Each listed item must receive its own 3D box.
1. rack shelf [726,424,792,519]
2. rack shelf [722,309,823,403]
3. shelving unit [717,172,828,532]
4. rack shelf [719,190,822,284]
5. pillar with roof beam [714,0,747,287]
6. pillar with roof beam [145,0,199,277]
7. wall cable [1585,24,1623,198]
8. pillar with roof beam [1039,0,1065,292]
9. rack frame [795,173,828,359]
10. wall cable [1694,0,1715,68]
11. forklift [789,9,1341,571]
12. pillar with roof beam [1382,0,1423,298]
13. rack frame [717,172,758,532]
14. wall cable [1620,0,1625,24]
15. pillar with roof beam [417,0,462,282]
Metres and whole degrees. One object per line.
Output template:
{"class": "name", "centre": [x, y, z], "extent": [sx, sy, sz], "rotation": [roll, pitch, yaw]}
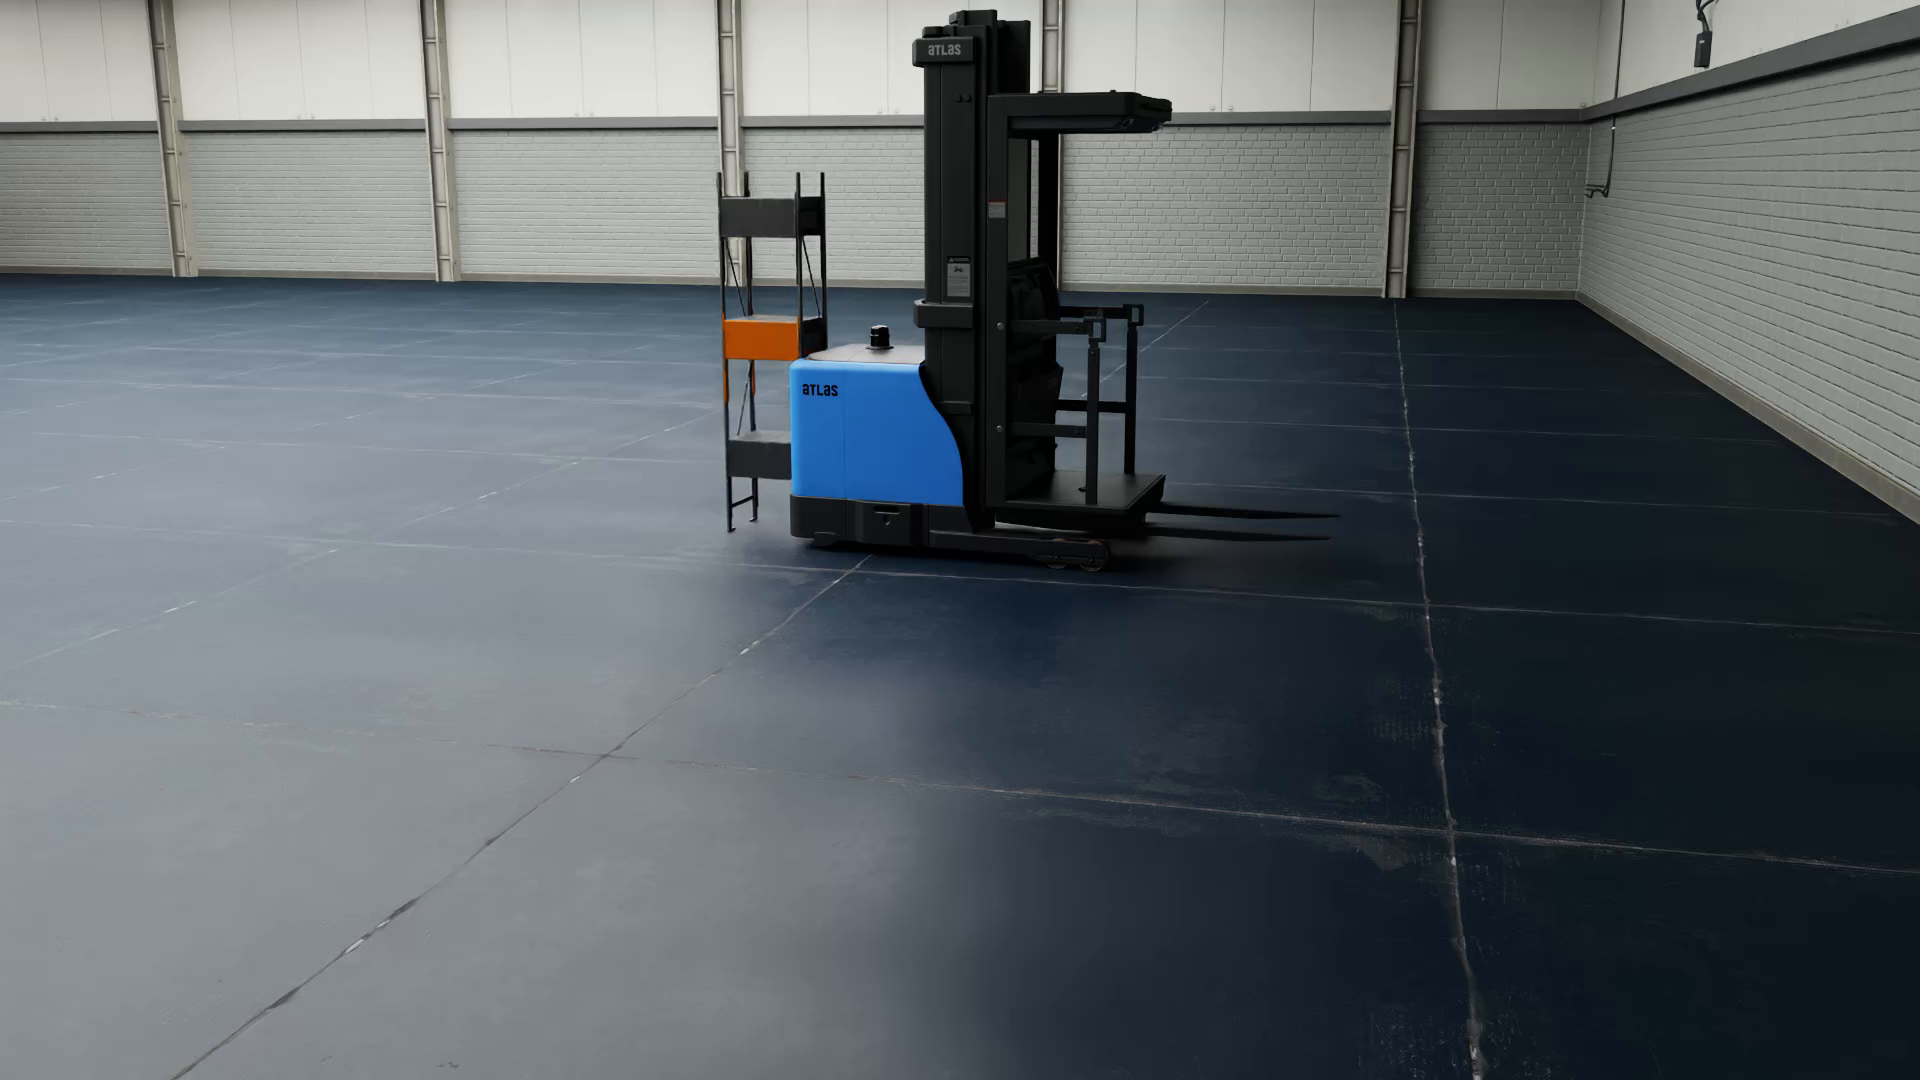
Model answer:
{"class": "rack shelf", "centre": [-1.093, -0.403, 9.995], "extent": [0.480, 0.518, 0.431], "rotation": [4, 13, 17]}
{"class": "rack shelf", "centre": [-1.092, -1.086, 9.843], "extent": [0.480, 0.518, 0.431], "rotation": [4, 13, 17]}
{"class": "shelving unit", "centre": [-1.092, -1.099, 9.840], "extent": [0.503, 2.100, 0.431], "rotation": [4, 13, 17]}
{"class": "rack shelf", "centre": [-1.091, -1.769, 9.691], "extent": [0.480, 0.518, 0.431], "rotation": [4, 13, 17]}
{"class": "pillar with roof beam", "centre": [-5.253, -8.271, 26.239], "extent": [0.400, 9.000, 9.100], "rotation": [3, 13, 14]}
{"class": "pillar with roof beam", "centre": [-16.903, -8.894, 29.046], "extent": [0.400, 9.000, 9.100], "rotation": [3, 13, 14]}
{"class": "wall cable", "centre": [9.972, -6.607, 25.907], "extent": [0.112, 2.526, 3.097], "rotation": [3, 13, 14]}
{"class": "pillar with roof beam", "centre": [0.572, -7.960, 24.836], "extent": [0.400, 9.000, 9.100], "rotation": [3, 13, 14]}
{"class": "rack frame", "centre": [-0.860, -1.083, 9.767], "extent": [0.015, 2.100, 0.400], "rotation": [4, 13, 17]}
{"class": "wall cable", "centre": [7.682, -7.788, 16.208], "extent": [0.169, 6.003, 2.305], "rotation": [3, 13, 14]}
{"class": "forklift", "centre": [0.601, -1.390, 9.231], "extent": [3.031, 2.935, 1.130], "rotation": [4, 13, 17]}
{"class": "pillar with roof beam", "centre": [6.397, -7.649, 23.433], "extent": [0.400, 9.000, 9.100], "rotation": [3, 13, 14]}
{"class": "rack frame", "centre": [-1.324, -1.116, 9.913], "extent": [0.015, 2.100, 0.400], "rotation": [4, 13, 17]}
{"class": "wall cable", "centre": [9.324, -8.504, 22.796], "extent": [0.112, 2.526, 3.097], "rotation": [3, 13, 14]}
{"class": "pillar with roof beam", "centre": [-11.078, -8.583, 27.643], "extent": [0.400, 9.000, 9.100], "rotation": [3, 13, 14]}
